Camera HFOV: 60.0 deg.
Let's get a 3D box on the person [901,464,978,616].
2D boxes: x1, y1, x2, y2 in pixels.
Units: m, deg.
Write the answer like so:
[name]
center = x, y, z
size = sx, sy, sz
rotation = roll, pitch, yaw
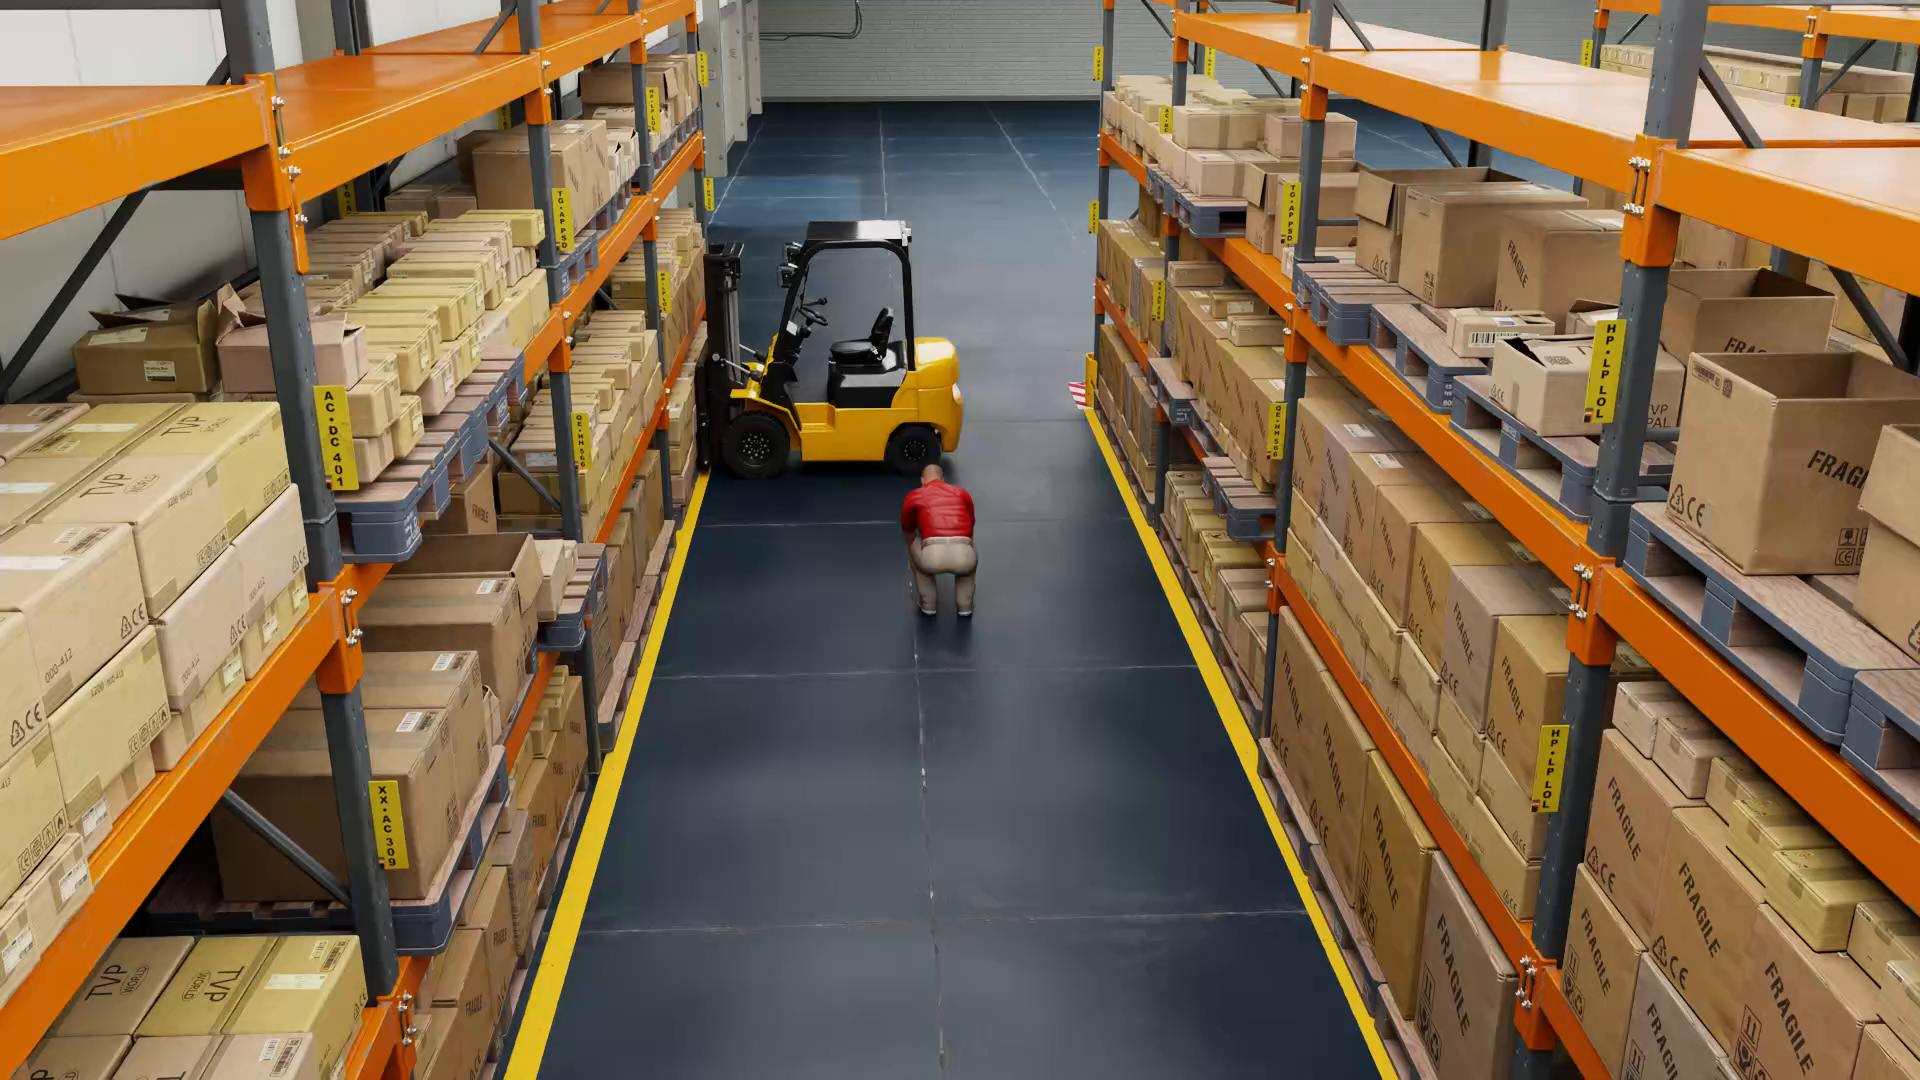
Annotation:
[person]
center = -0.146, -0.010, 12.204
size = 0.568, 0.992, 0.765
rotation = -1, 20, -3
